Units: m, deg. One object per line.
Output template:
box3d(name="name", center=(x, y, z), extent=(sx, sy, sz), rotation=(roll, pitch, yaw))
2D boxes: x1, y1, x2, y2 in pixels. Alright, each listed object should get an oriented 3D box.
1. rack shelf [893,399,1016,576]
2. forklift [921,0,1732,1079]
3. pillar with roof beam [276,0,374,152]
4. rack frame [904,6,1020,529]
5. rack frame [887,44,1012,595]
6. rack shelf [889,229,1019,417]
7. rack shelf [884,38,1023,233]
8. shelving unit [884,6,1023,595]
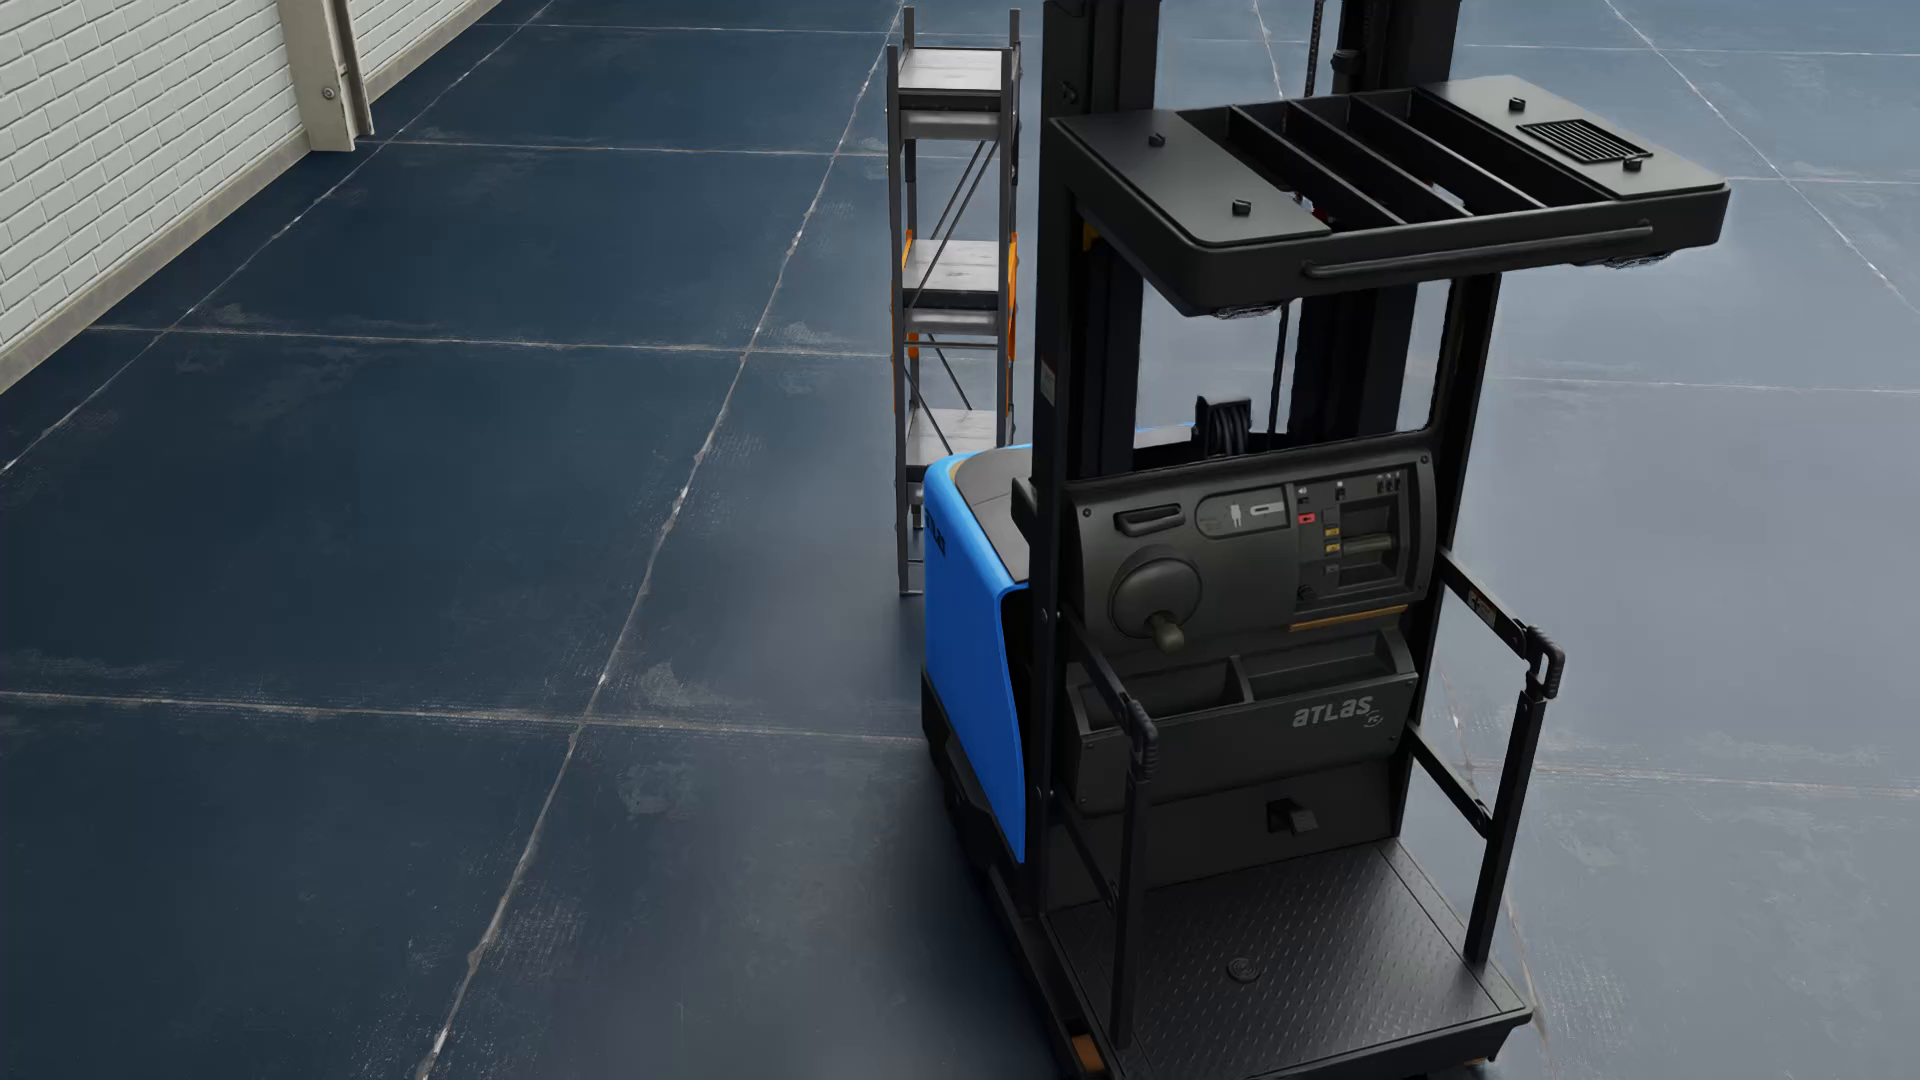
box3d(name="rack shelf", center=(-0.013, -0.200, 6.433), extent=(0.431, 0.518, 0.480), rotation=(2, 32, 4))
box3d(name="forklift", center=(0.786, 0.078, 3.829), extent=(1.130, 2.935, 3.031), rotation=(-9, 33, -14))
box3d(name="pillar with roof beam", center=(0.177, -6.298, 8.392), extent=(9.100, 9.000, 0.400), rotation=(2, 32, 4))
box3d(name="rack frame", center=(0.006, -0.935, 6.266), extent=(0.400, 2.100, 0.015), rotation=(2, 32, 4))
box3d(name="rack frame", center=(-0.033, -0.680, 5.852), extent=(0.400, 2.100, 0.015), rotation=(2, 32, 4))
box3d(name="rack shelf", center=(-0.013, -0.796, 6.066), extent=(0.431, 0.518, 0.480), rotation=(2, 32, 4))
box3d(name="rack shelf", center=(-0.014, -1.392, 5.699), extent=(0.431, 0.518, 0.480), rotation=(2, 32, 4))
box3d(name="shelving unit", center=(-0.013, -0.807, 6.059), extent=(0.431, 2.100, 0.503), rotation=(2, 32, 4))
